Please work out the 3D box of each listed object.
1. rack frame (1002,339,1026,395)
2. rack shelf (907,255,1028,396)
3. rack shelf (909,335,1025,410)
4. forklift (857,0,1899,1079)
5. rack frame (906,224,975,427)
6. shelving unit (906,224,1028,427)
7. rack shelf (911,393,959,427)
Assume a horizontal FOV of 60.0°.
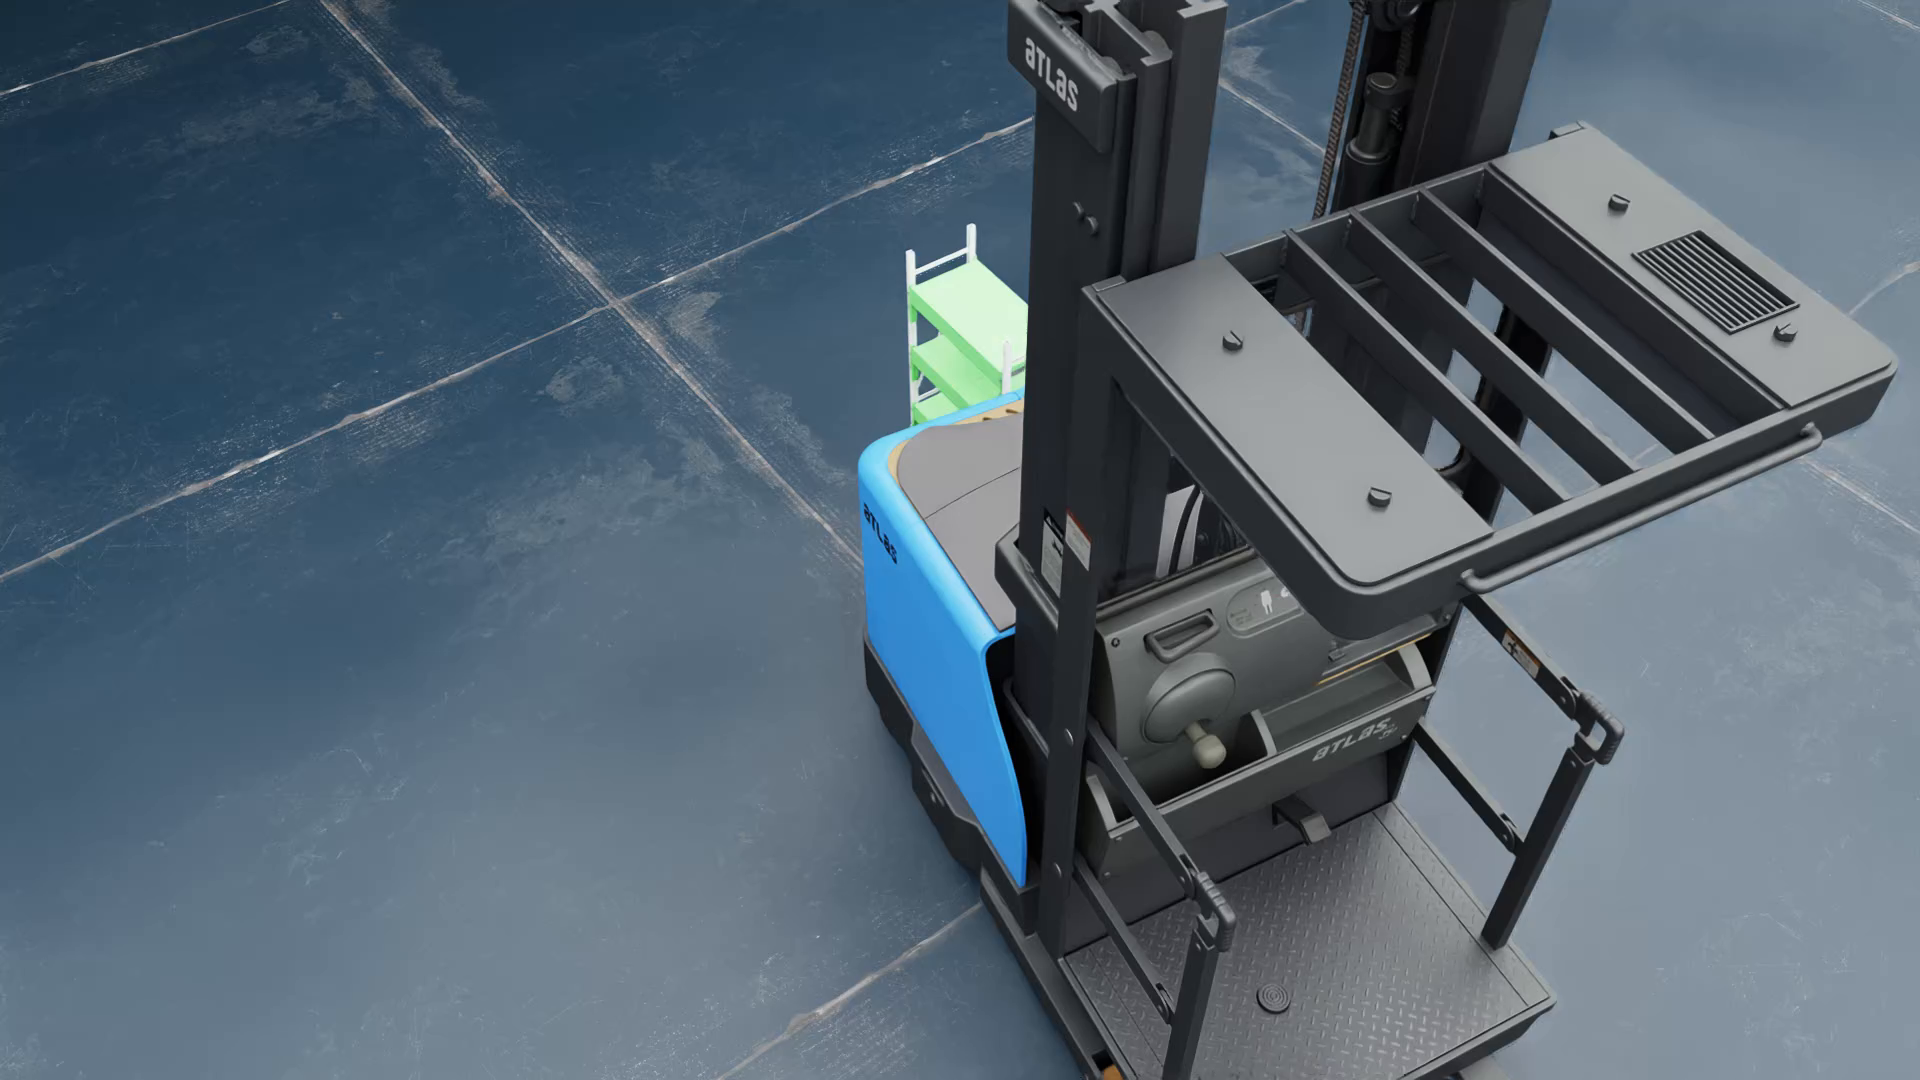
[{"bbox_3d":[0.222,-0.195,5.117,0.240,1.200,0.015,-27,53,-23],"label":"rack frame"},{"bbox_3d":[0.083,-0.623,4.943,0.258,0.148,0.480,-27,53,-23],"label":"rack shelf"},{"bbox_3d":[0.083,-0.462,5.121,0.258,0.148,0.480,-27,53,-23],"label":"rack shelf"},{"bbox_3d":[0.823,0.289,3.510,1.130,2.935,3.031,-21,51,-18],"label":"forklift"},{"bbox_3d":[-0.056,-0.492,5.386,0.240,1.200,0.015,-27,53,-23],"label":"rack frame"},{"bbox_3d":[0.083,-0.344,5.252,0.258,1.200,0.503,-27,53,-23],"label":"shelving unit"},{"bbox_3d":[0.083,-0.301,5.299,0.258,0.148,0.480,-27,53,-23],"label":"rack shelf"}]
